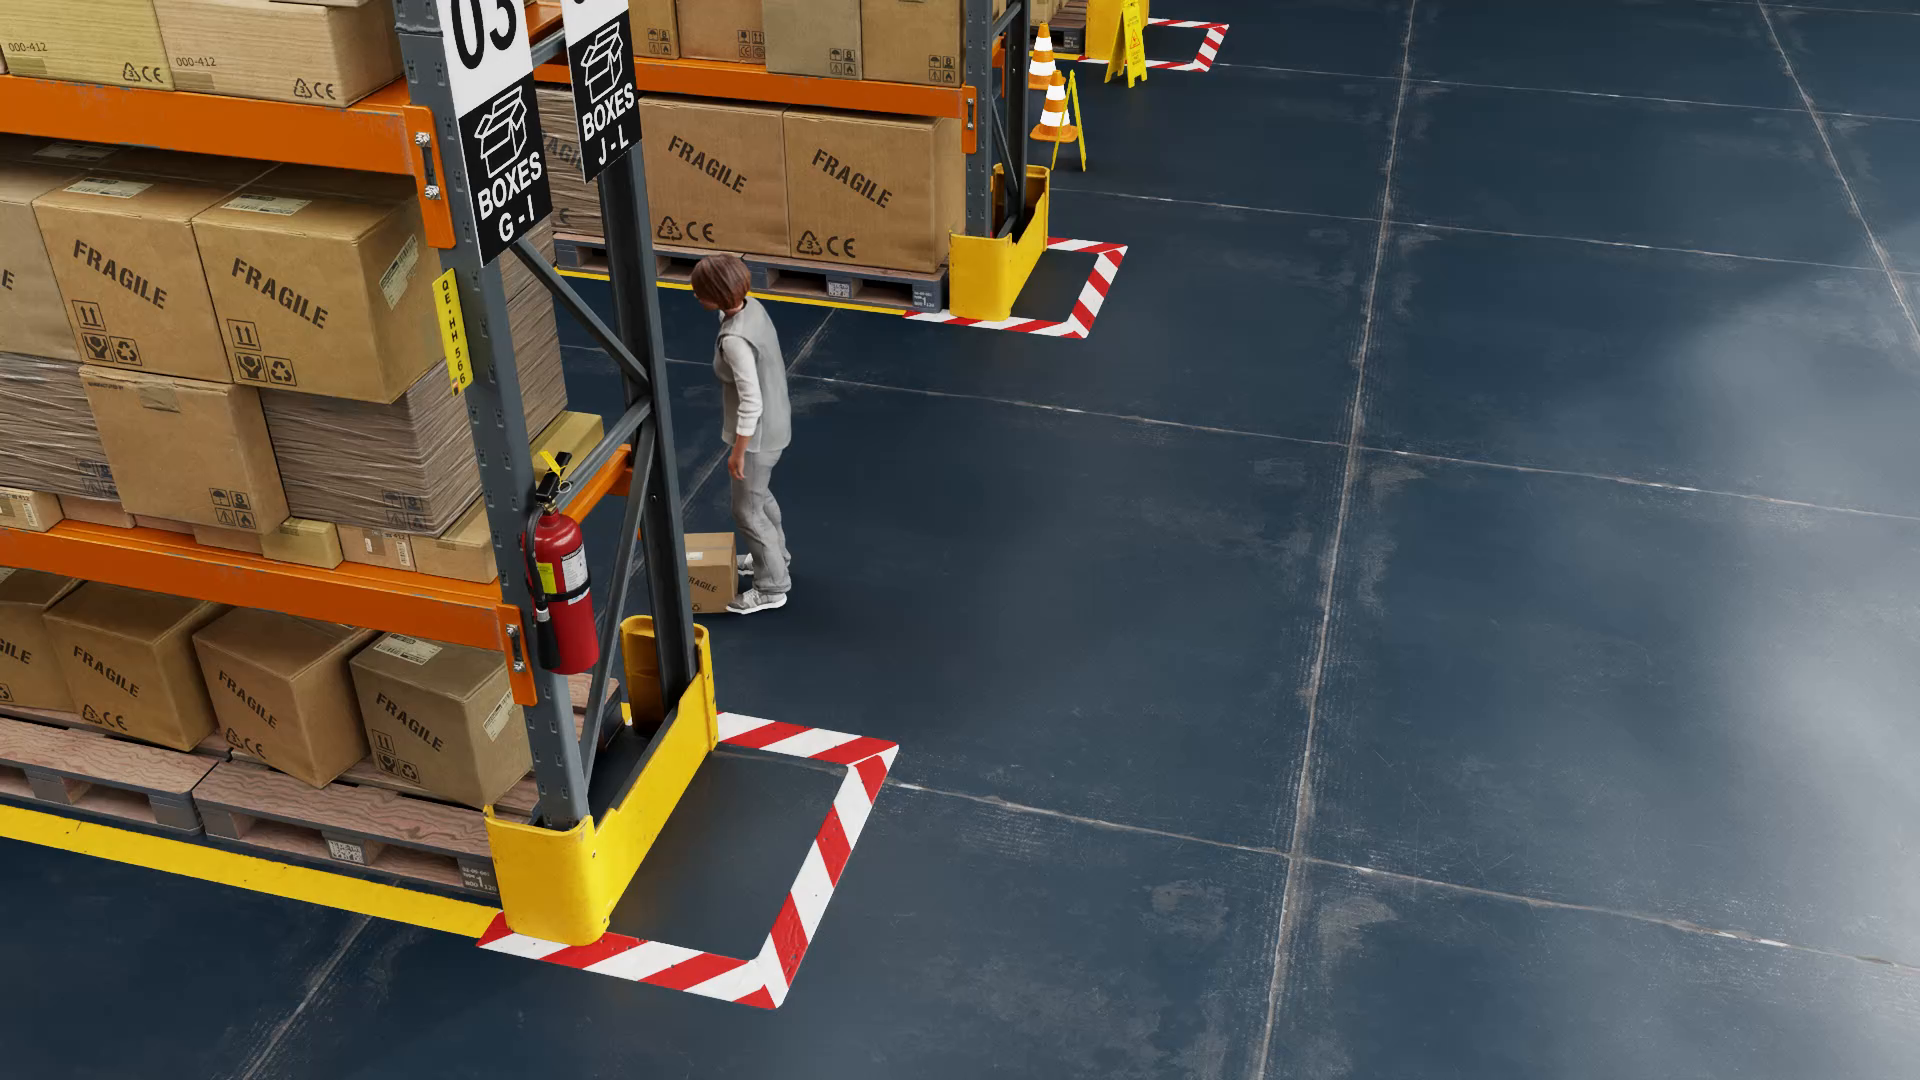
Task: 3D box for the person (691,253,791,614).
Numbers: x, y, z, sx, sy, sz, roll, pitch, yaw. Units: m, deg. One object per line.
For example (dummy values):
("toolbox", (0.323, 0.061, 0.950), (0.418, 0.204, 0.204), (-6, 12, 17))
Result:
("person", (-0.861, -0.434, 6.811), (0.346, 1.593, 0.465), (-1, 33, -1))
